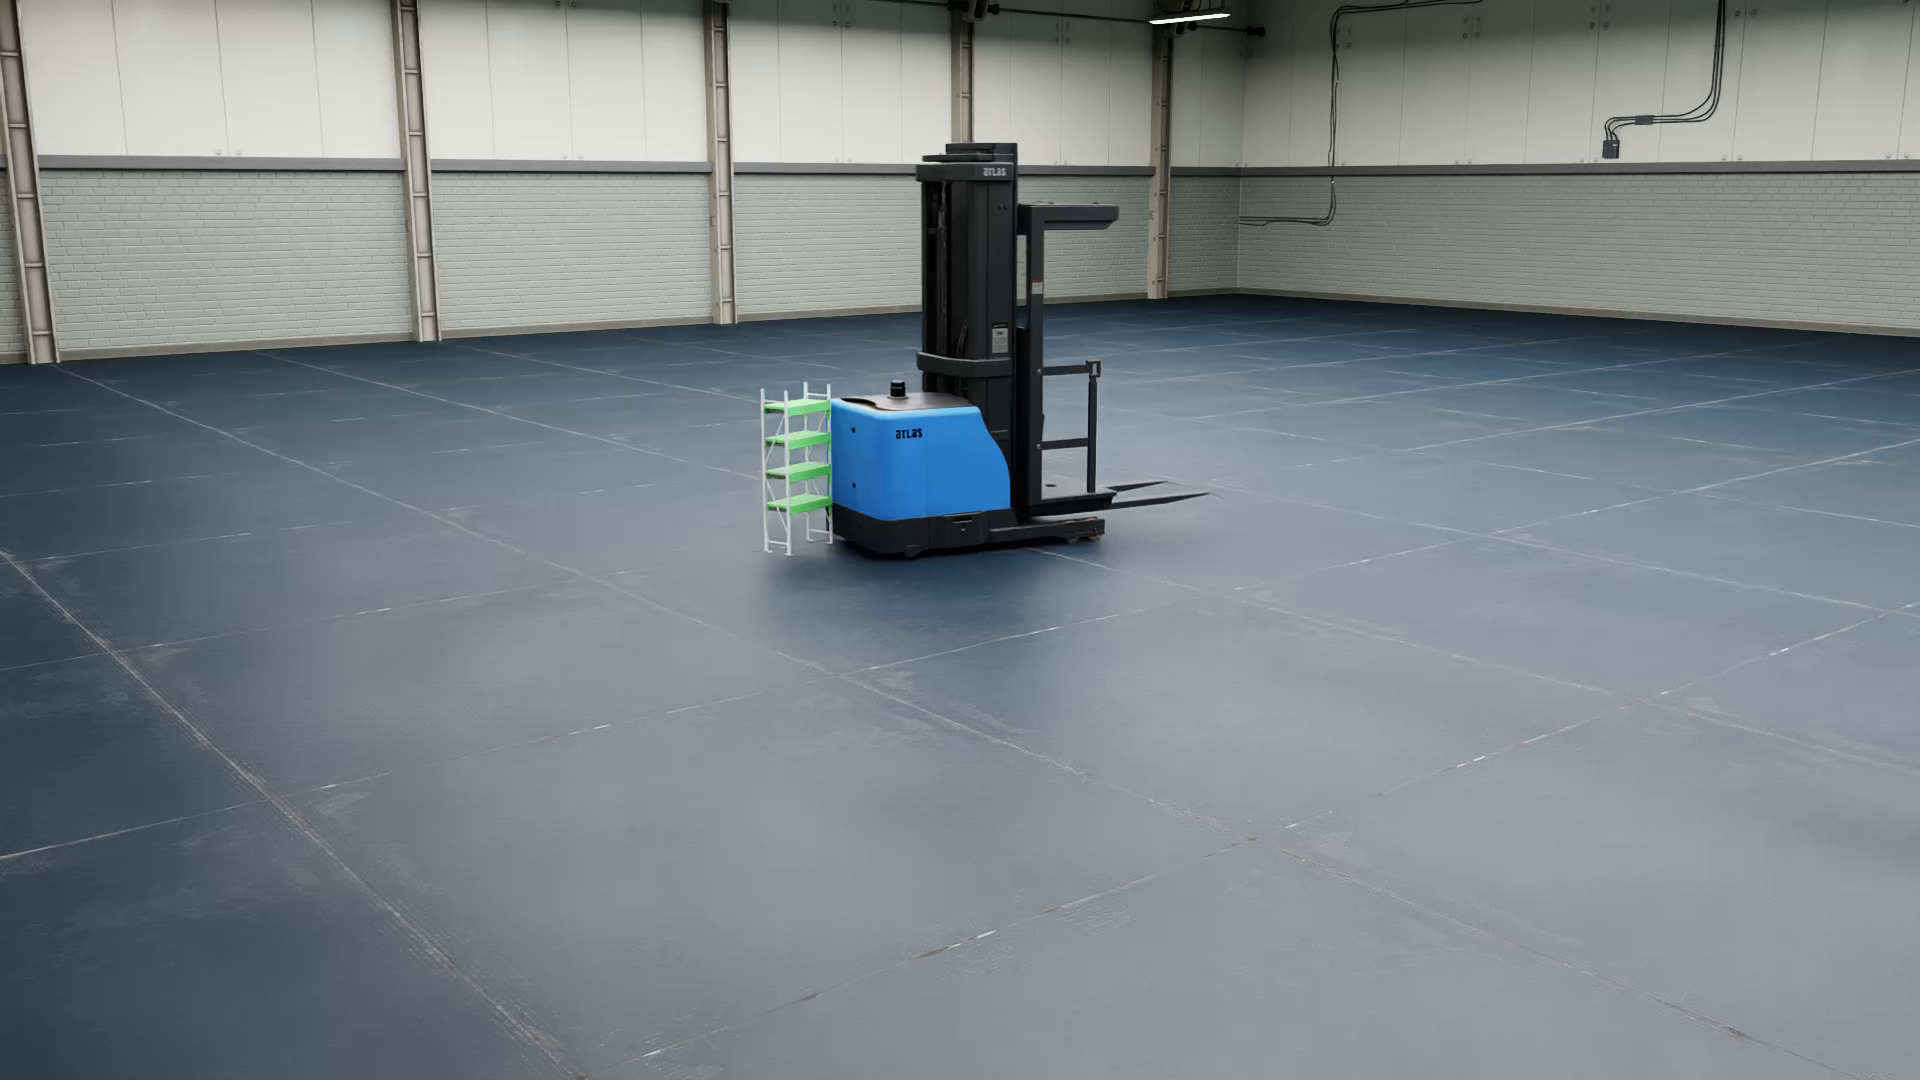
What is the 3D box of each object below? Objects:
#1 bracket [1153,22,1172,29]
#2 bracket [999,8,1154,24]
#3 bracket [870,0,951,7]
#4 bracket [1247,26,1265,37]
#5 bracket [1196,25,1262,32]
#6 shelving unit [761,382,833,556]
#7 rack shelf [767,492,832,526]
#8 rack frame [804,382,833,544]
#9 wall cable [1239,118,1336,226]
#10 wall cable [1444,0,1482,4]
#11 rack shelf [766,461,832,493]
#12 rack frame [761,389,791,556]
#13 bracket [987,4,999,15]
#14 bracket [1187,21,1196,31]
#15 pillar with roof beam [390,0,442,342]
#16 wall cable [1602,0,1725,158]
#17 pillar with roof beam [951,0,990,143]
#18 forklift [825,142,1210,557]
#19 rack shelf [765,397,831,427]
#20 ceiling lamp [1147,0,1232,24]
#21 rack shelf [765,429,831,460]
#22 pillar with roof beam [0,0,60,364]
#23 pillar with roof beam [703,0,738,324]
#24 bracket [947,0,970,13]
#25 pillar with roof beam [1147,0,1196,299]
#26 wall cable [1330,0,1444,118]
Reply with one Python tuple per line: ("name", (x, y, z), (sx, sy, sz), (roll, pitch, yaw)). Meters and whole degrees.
("bracket", (4.645, -11.877, 38.233), (0.430, 0.232, 0.235), (-9, 15, -38))
("bracket", (2.633, -11.543, 36.659), (4.783, 0.066, 0.076), (-9, 15, -38))
("bracket", (-2.052, -10.764, 32.992), (4.783, 0.066, 0.076), (-9, 15, -38))
("bracket", (7.144, -12.293, 40.189), (0.430, 0.232, 0.235), (-9, 15, -38))
("bracket", (6.682, -12.216, 39.828), (3.189, 0.066, 0.076), (-9, 15, -38))
("shelving unit", (-1.195, -0.529, 12.232), (0.258, 1.200, 0.503), (8, 14, 34))
("rack shelf", (-1.195, -0.232, 12.295), (0.258, 0.148, 0.480), (8, 14, 34))
("rack frame", (-1.057, -0.571, 12.429), (0.240, 1.200, 0.015), (8, 14, 34))
("wall cable", (7.874, -8.877, 40.245), (0.112, 2.526, 3.097), (-9, 15, -38))
("wall cable", (11.497, -12.632, 34.817), (0.112, 2.526, 3.097), (-9, 15, -38))
("rack shelf", (-1.195, -0.467, 12.245), (0.258, 0.148, 0.480), (8, 14, 34))
("rack frame", (-1.332, -0.487, 12.035), (0.240, 1.200, 0.015), (8, 14, 34))
("bracket", (0.608, -11.207, 35.074), (0.430, 0.232, 0.235), (-9, 15, -38))
("bracket", (5.293, -11.985, 38.740), (0.430, 0.232, 0.235), (-9, 15, -38))
("pillar with roof beam", (-6.619, -7.194, 24.844), (0.400, 9.000, 9.100), (-9, 15, -38))
("wall cable", (13.792, -10.518, 32.308), (0.169, 6.003, 2.305), (-9, 15, -38))
("pillar with roof beam", (2.751, -8.751, 32.177), (0.548, 9.000, 9.100), (-9, 15, -38))
("forklift", (0.522, -1.505, 12.662), (3.031, 2.935, 1.130), (-6, 14, -28))
("rack shelf", (-1.195, -0.936, 12.146), (0.258, 0.148, 0.480), (8, 14, 34))
("ceiling lamp", (4.697, -11.812, 32.536), (0.800, 3.185, 2.000), (-9, 15, -38))
("rack shelf", (-1.195, -0.701, 12.196), (0.258, 0.148, 0.480), (8, 14, 34))
("pillar with roof beam", (-11.304, -6.416, 21.178), (0.400, 9.000, 9.100), (-9, 15, -38))
("pillar with roof beam", (-1.934, -7.973, 28.511), (0.548, 9.000, 9.100), (-9, 15, -38))
("bracket", (-0.040, -11.099, 34.567), (0.430, 0.232, 0.235), (-9, 15, -38))
("pillar with roof beam", (7.437, -9.530, 35.844), (0.548, 9.000, 9.100), (-9, 15, -38))
("wall cable", (9.564, -10.909, 37.654), (0.112, 2.526, 3.097), (-9, 15, -38))
